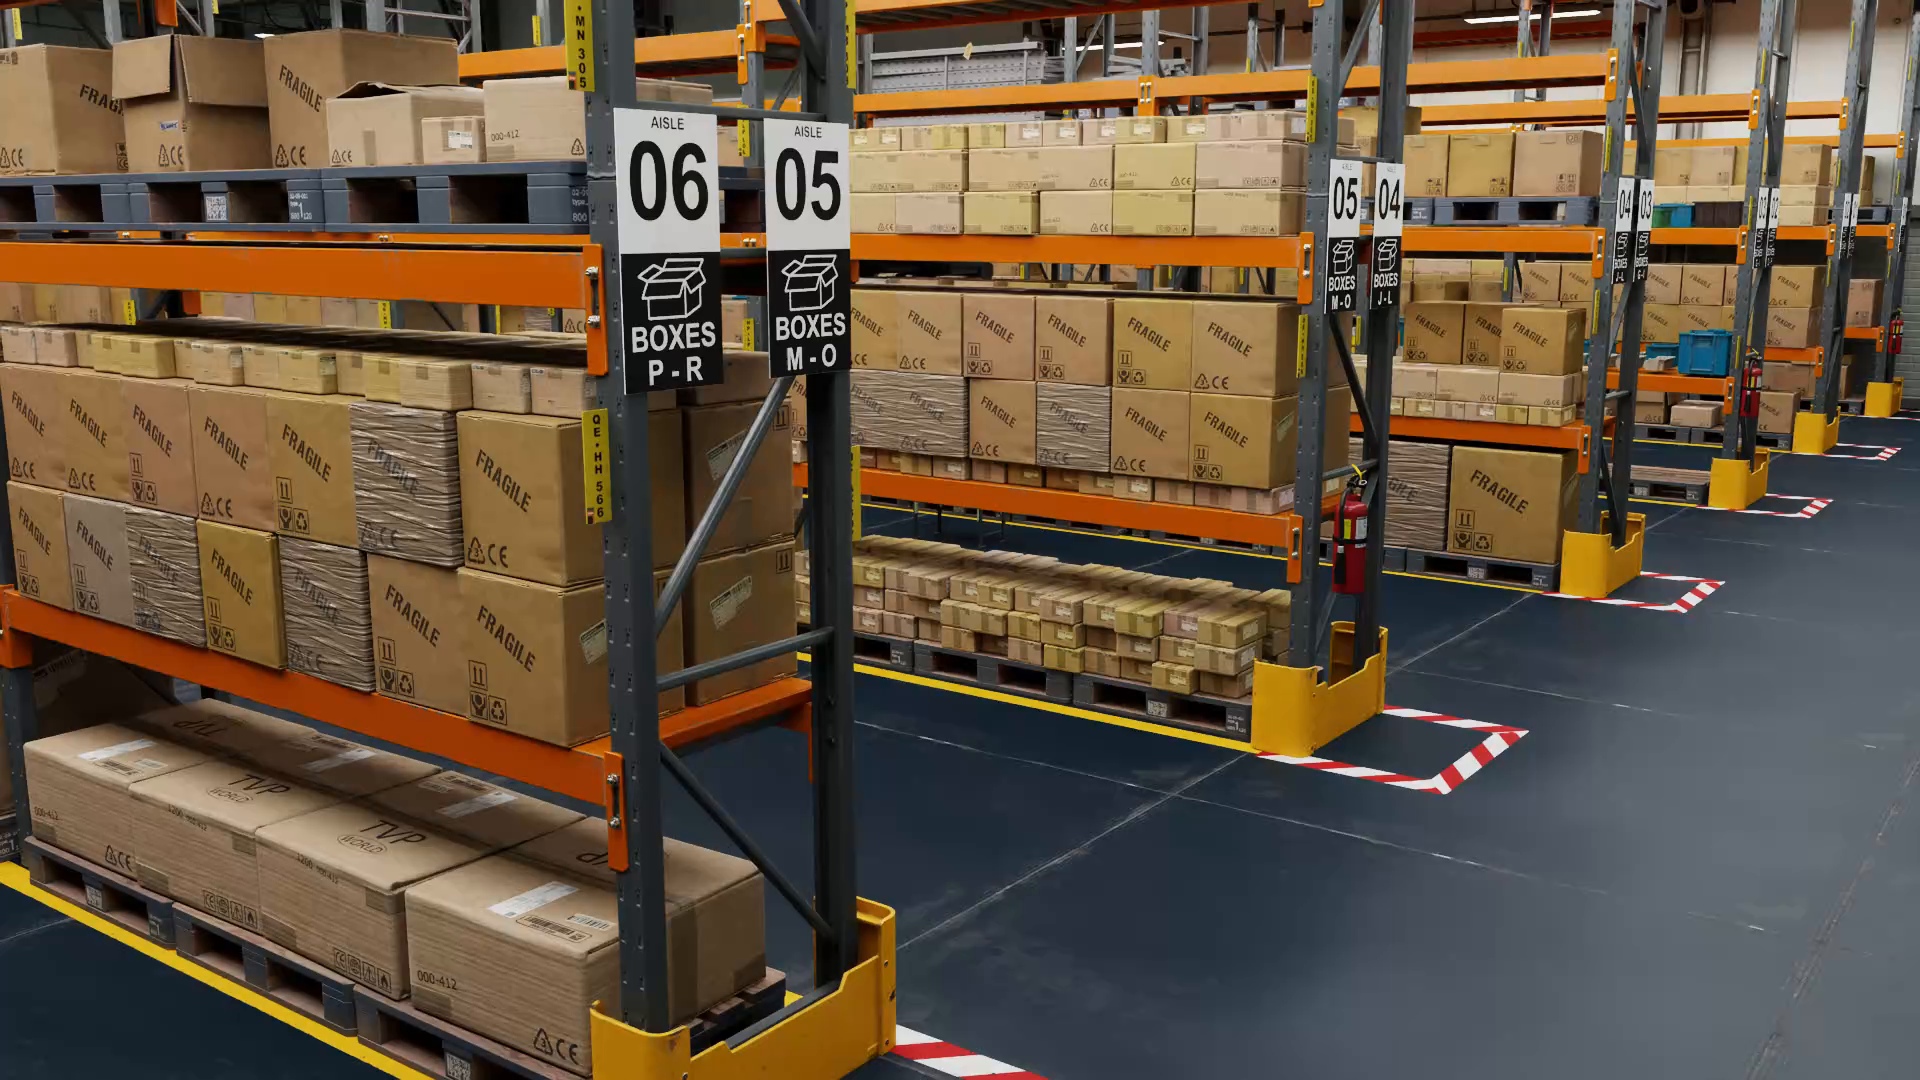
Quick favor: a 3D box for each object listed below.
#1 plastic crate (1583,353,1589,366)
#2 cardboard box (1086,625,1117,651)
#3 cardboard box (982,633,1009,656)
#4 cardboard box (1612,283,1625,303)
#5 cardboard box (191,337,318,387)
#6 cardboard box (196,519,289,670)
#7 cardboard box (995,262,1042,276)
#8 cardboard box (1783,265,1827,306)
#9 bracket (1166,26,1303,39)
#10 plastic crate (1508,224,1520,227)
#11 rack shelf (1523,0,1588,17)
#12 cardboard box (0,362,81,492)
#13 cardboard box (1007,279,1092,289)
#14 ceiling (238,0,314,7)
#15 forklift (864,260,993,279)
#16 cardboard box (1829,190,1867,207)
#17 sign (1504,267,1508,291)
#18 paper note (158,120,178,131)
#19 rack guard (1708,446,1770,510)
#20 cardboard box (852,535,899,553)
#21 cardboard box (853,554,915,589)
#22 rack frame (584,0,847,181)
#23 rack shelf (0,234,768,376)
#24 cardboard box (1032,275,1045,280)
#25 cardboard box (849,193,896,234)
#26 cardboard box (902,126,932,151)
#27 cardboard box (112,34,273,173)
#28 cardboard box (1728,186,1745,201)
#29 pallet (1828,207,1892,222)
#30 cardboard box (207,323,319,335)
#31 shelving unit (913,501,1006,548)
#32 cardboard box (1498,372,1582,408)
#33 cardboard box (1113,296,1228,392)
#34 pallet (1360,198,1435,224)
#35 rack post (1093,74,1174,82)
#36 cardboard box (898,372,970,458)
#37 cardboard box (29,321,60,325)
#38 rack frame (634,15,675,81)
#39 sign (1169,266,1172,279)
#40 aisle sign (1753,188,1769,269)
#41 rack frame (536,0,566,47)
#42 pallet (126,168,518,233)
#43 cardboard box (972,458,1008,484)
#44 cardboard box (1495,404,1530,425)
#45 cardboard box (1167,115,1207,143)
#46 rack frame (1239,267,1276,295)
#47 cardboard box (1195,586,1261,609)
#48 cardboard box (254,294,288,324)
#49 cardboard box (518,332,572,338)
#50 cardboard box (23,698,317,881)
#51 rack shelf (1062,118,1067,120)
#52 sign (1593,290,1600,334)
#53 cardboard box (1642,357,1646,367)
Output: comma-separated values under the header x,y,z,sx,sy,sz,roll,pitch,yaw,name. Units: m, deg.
x,y,z,sx,sy,sz,roll,pitch,yaw,name
6.614,-1.940,17.914,0.250,0.136,0.298,8,13,36,plastic crate
0.973,0.551,10.121,0.250,0.149,0.380,8,13,35,cardboard box
0.349,0.615,10.575,0.250,0.149,0.380,8,14,37,cardboard box
8.846,-3.419,22.127,0.500,0.500,0.500,7,13,34,cardboard box
-2.613,-0.666,6.193,0.250,0.149,0.380,8,14,36,cardboard box
-2.491,0.159,6.269,0.500,0.500,0.500,8,14,37,cardboard box
0.993,-4.725,28.096,0.500,0.500,0.700,8,14,36,cardboard box
10.825,-3.271,21.364,0.500,0.500,0.500,8,14,37,cardboard box
4.337,-9.574,31.569,4.783,0.066,0.076,8,13,36,bracket
6.118,-3.591,18.712,0.466,0.136,0.293,8,13,36,plastic crate
9.415,-7.089,21.347,4.000,0.370,1.077,8,13,36,rack shelf
-3.689,-0.506,7.075,0.500,0.500,0.500,8,14,36,cardboard box
0.870,-2.265,16.158,0.637,0.503,0.797,8,14,36,cardboard box
-17.901,-15.131,46.080,6.000,0.001,6.000,8,13,36,ceiling
-0.345,-2.048,18.122,1.130,2.935,3.031,6,13,29,forklift
13.208,-5.095,24.820,0.500,0.250,0.500,8,14,37,cardboard box
7.477,-3.573,22.776,0.005,0.325,0.100,8,13,36,sign
-2.743,-1.435,5.758,0.123,0.032,0.006,8,14,36,paper note
8.119,-0.655,17.319,0.348,0.500,1.175,8,13,36,rack guard
-0.640,0.075,11.797,0.250,0.149,0.380,8,14,37,cardboard box
-0.506,0.207,11.119,0.250,0.149,0.380,8,13,35,cardboard box
-0.706,-2.553,4.753,0.127,3.000,1.000,8,13,36,rack frame
-2.318,-0.952,6.269,4.000,0.370,1.077,8,13,36,rack shelf
1.253,-4.417,28.214,0.250,0.149,0.380,8,13,35,cardboard box
-0.455,-2.078,10.591,0.500,0.250,0.500,8,13,35,cardboard box
-0.152,-2.479,10.300,0.250,0.149,0.380,7,13,34,cardboard box
-2.824,-1.689,6.545,0.637,0.503,0.797,9,14,40,cardboard box
10.058,-4.360,21.071,0.500,0.250,0.500,8,13,36,cardboard box
13.352,-4.910,25.071,1.213,0.211,1.003,8,13,36,pallet
-2.935,-0.828,7.030,0.250,0.149,0.380,8,13,35,cardboard box
-0.005,-0.737,15.111,0.755,1.500,0.431,8,13,36,shelving unit
4.612,-1.211,13.223,0.500,0.250,0.500,8,13,35,cardboard box
1.218,-1.133,9.530,0.500,0.500,0.500,7,13,34,cardboard box
3.568,-2.773,14.020,1.213,0.211,1.003,8,13,36,pallet
2.252,-5.615,20.783,0.937,0.300,0.954,8,13,36,rack post
-0.044,-0.810,10.496,0.500,0.500,0.500,8,13,34,cardboard box
-9.143,-2.020,17.401,0.500,0.550,0.875,8,13,36,cardboard box
-4.804,-6.627,25.813,0.127,3.000,1.000,8,13,36,rack frame
3.969,-5.090,31.382,0.005,0.325,0.100,8,13,36,sign
7.976,-3.106,16.564,0.004,0.787,0.394,8,13,36,aisle sign
-4.512,-5.419,19.569,0.127,3.000,1.000,8,13,36,rack frame
-2.297,-1.255,6.178,1.213,0.211,1.003,8,13,36,pallet
0.287,-0.457,10.378,0.250,0.149,0.380,9,14,38,cardboard box
4.468,-1.020,13.285,0.250,0.149,0.380,8,14,36,cardboard box
1.353,-2.281,9.273,0.250,0.149,0.380,7,13,34,cardboard box
4.579,-3.540,25.651,0.127,3.000,1.000,8,13,36,rack frame
1.628,0.401,10.112,0.250,0.149,0.380,8,14,37,cardboard box
-5.897,-2.039,14.999,0.500,0.500,0.700,8,13,35,cardboard box
-3.438,-1.637,13.806,0.250,0.149,0.380,8,13,35,cardboard box
-3.487,1.082,7.401,0.875,0.438,0.875,8,13,35,cardboard box
0.032,-5.403,22.433,4.000,0.370,1.077,8,13,36,rack shelf
4.828,-1.728,12.612,0.005,0.325,0.100,8,13,36,sign
11.274,-2.728,26.931,0.500,0.500,0.700,8,14,36,cardboard box
